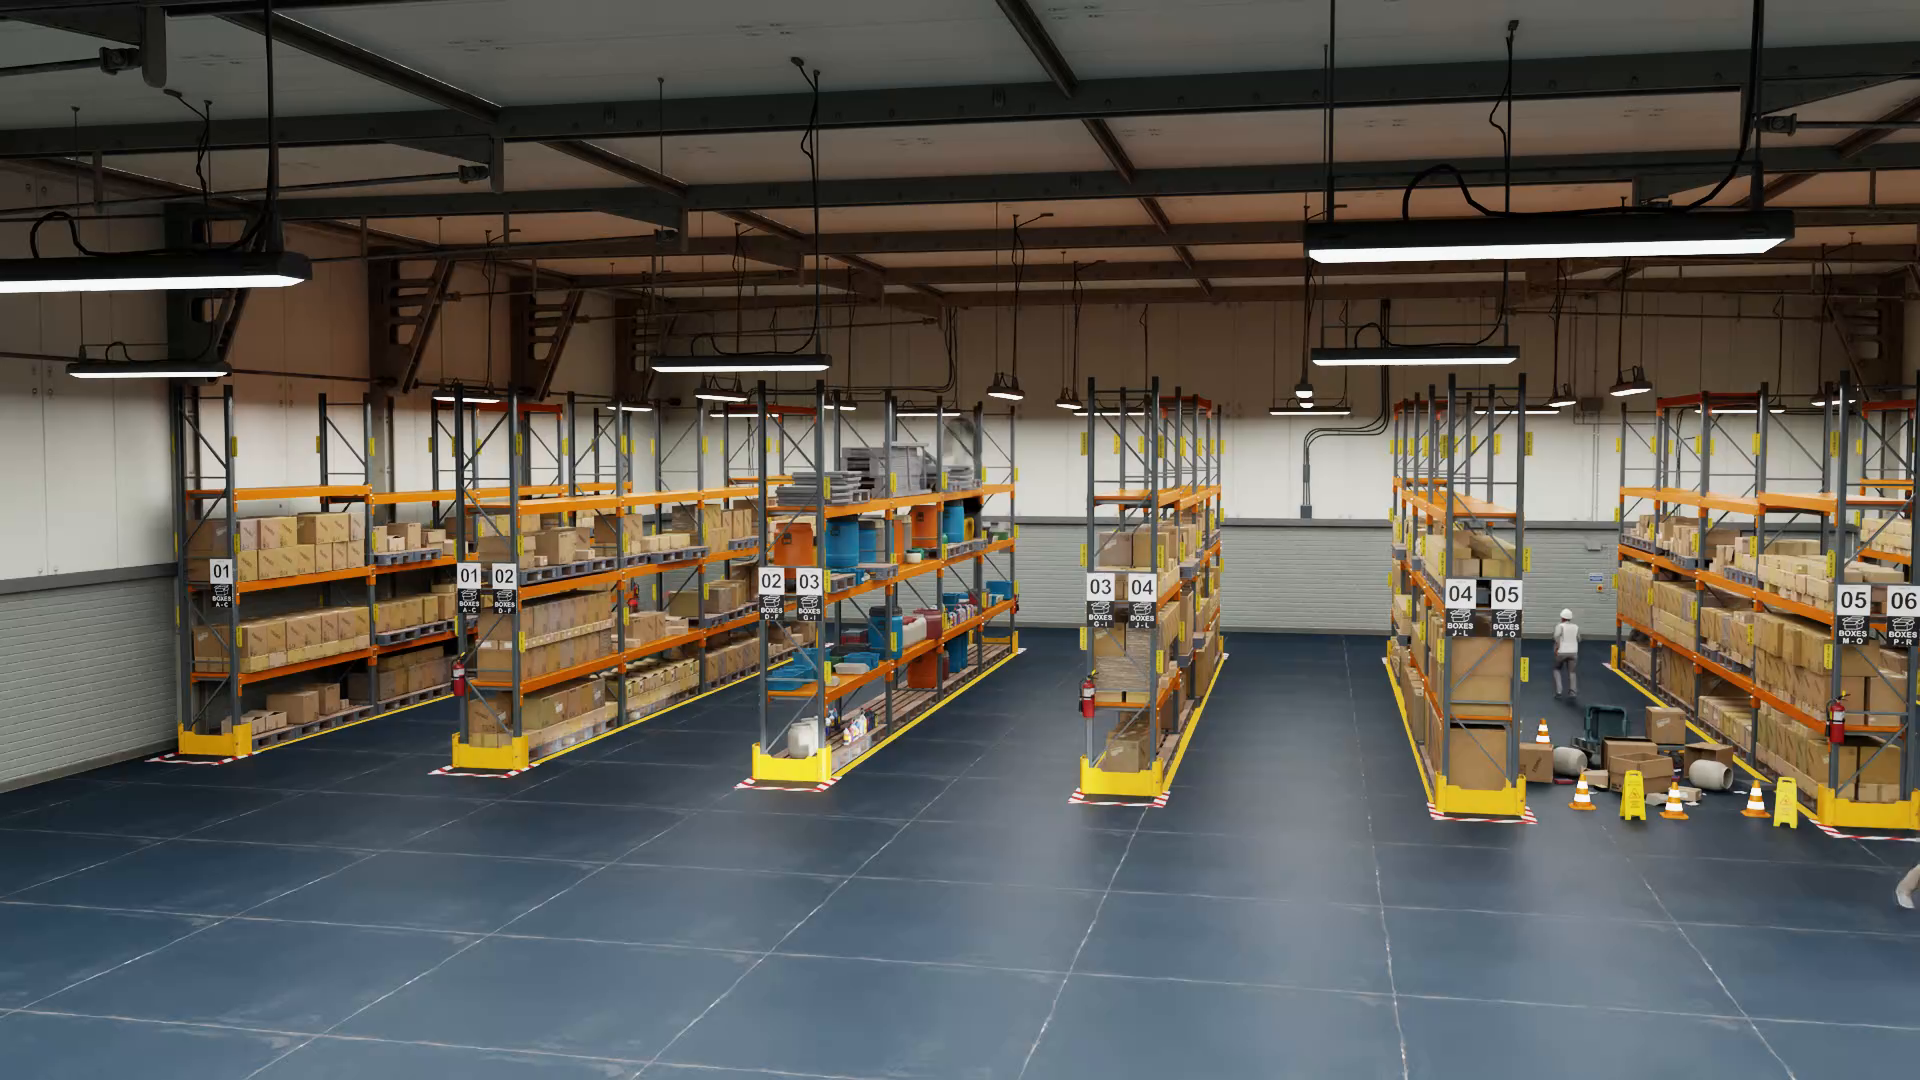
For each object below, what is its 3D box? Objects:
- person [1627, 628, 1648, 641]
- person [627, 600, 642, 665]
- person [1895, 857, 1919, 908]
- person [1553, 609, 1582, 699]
[{"bbox_3d":[15.779,2.029,38.627,0.653,1.609,0.553,0,3,1],"label":"person"},{"bbox_3d":[-6.926,2.157,35.201,0.656,1.794,0.769,0,3,9],"label":"person"},{"bbox_3d":[10.375,3.234,17.578,0.708,1.697,1.006,-1,3,-18],"label":"person"},{"bbox_3d":[11.992,2.282,32.877,0.600,1.821,0.831,0,3,5],"label":"person"}]
